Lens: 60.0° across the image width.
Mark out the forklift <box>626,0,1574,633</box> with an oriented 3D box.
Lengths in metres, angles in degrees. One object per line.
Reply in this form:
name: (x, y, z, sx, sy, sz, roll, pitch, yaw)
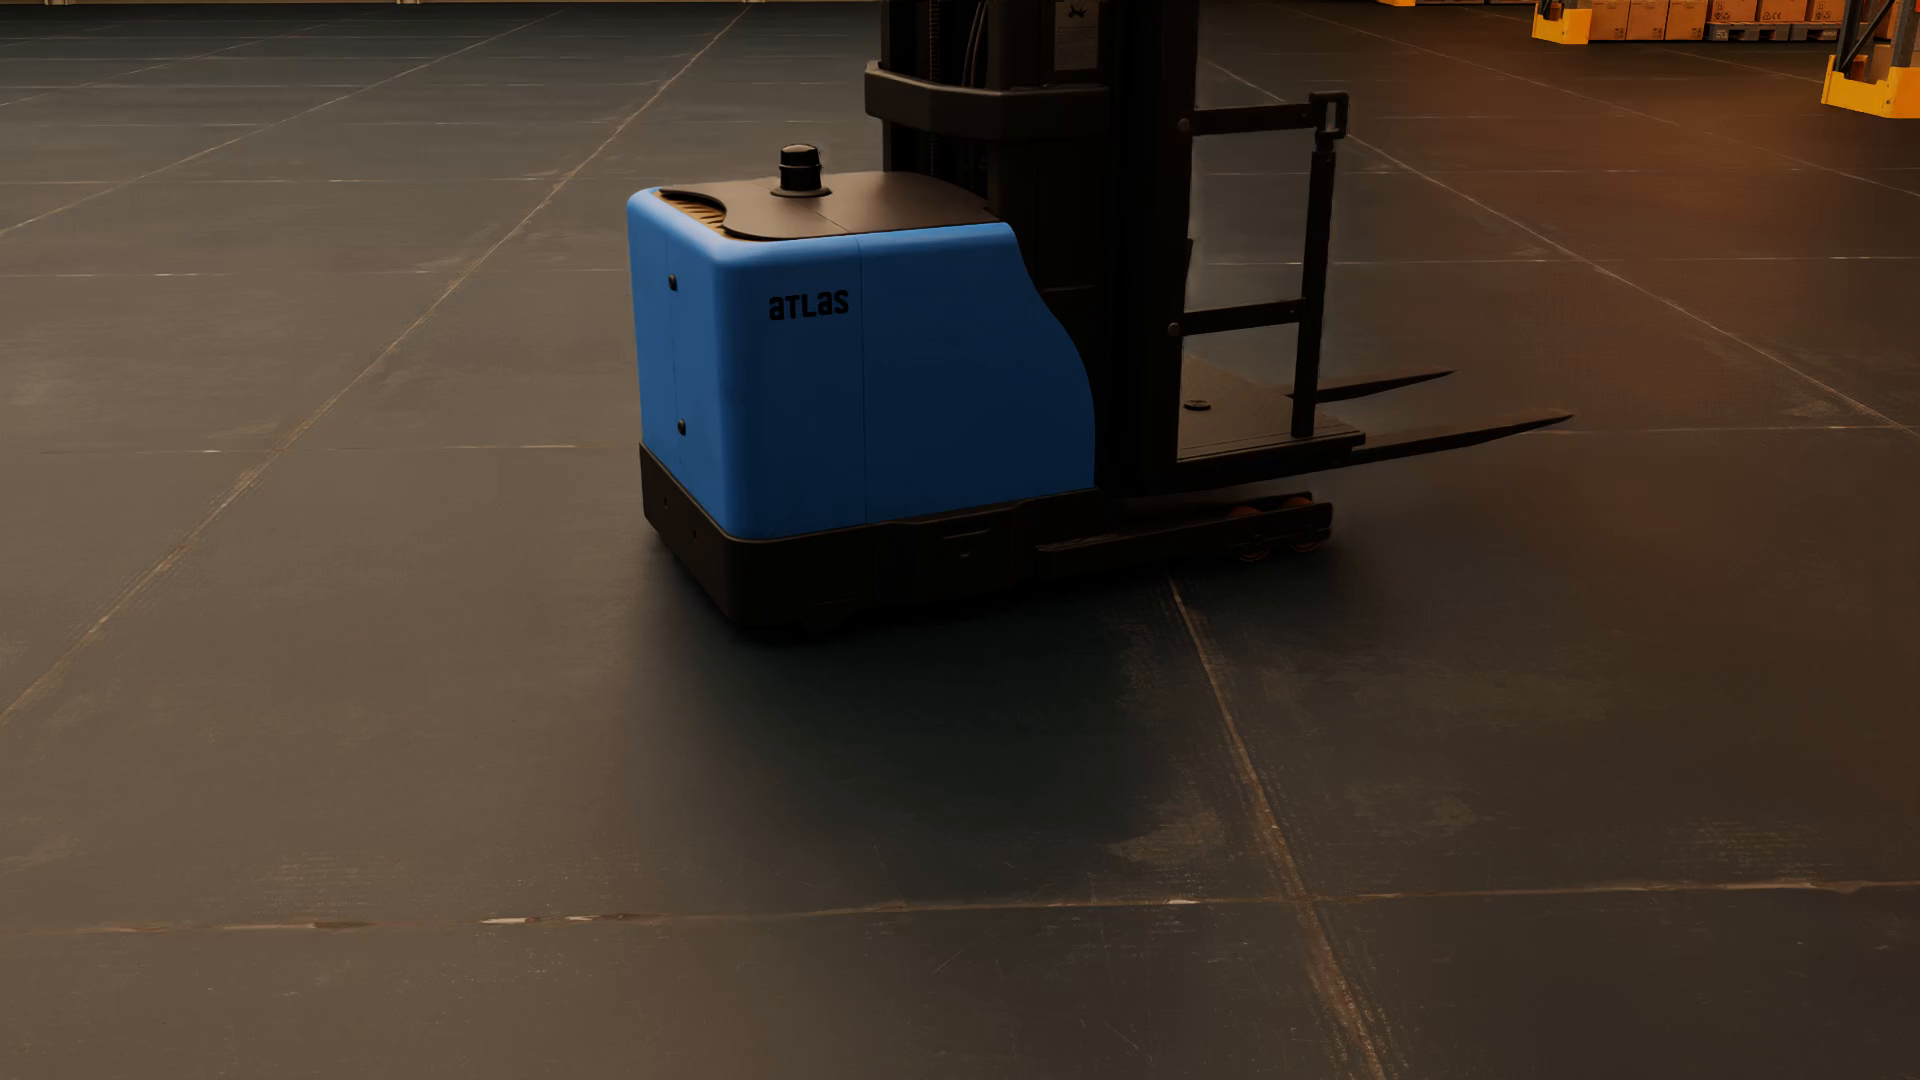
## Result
forklift: (0.575, -1.462, 4.884, 3.031, 2.935, 1.130, -10, 23, -23)
